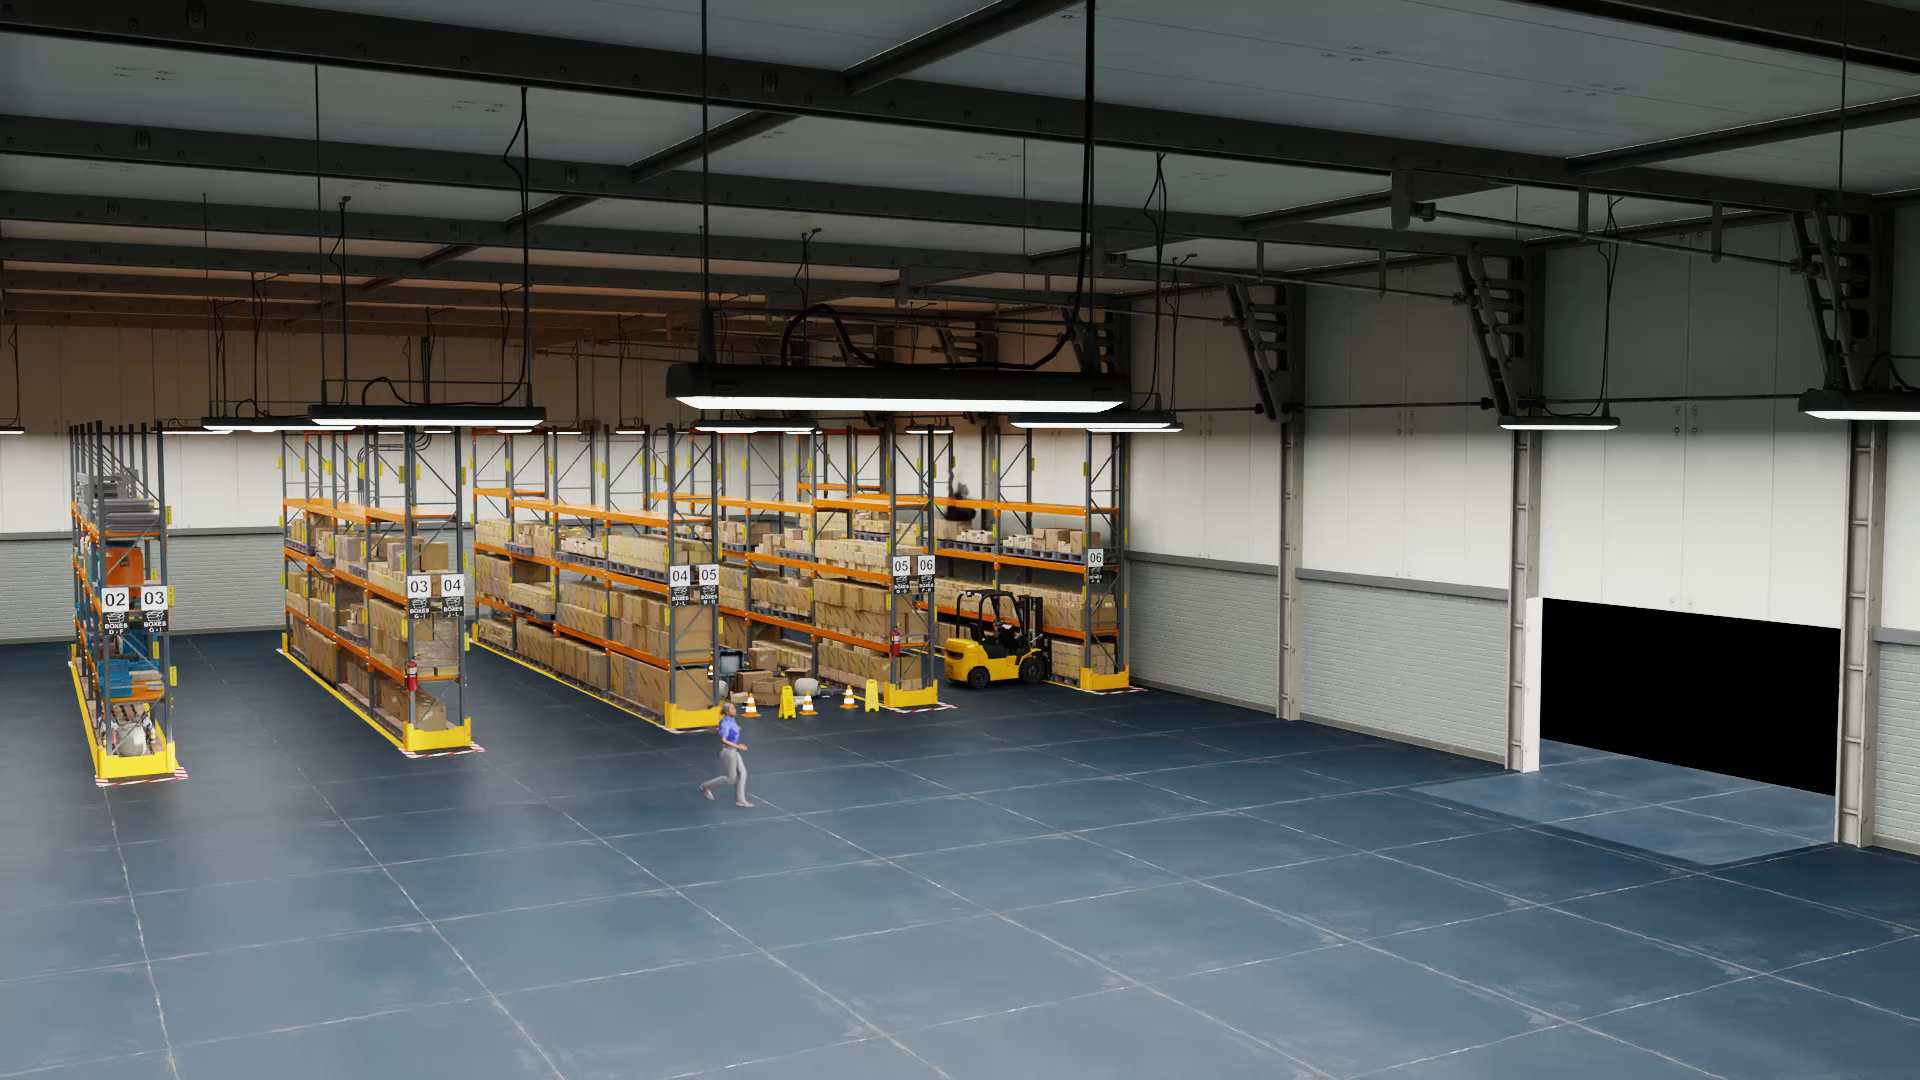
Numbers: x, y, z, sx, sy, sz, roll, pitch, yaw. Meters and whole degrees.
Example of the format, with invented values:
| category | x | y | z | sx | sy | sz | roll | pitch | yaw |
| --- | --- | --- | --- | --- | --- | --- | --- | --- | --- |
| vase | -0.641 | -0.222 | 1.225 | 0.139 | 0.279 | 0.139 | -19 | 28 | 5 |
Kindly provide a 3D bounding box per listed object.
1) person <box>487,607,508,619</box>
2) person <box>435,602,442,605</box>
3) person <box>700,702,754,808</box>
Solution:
| category | x | y | z | sx | sy | sz | roll | pitch | yaw |
| --- | --- | --- | --- | --- | --- | --- | --- | --- | --- |
| person | -13.318 | 1.920 | 48.155 | 1.012 | 1.737 | 0.543 | -2 | 4 | -33 |
| person | -14.545 | 1.980 | 46.765 | 0.704 | 1.718 | 0.573 | 2 | 4 | 24 |
| person | -3.579 | 3.371 | 25.737 | 0.768 | 1.571 | 0.588 | 0 | 4 | -1 |
